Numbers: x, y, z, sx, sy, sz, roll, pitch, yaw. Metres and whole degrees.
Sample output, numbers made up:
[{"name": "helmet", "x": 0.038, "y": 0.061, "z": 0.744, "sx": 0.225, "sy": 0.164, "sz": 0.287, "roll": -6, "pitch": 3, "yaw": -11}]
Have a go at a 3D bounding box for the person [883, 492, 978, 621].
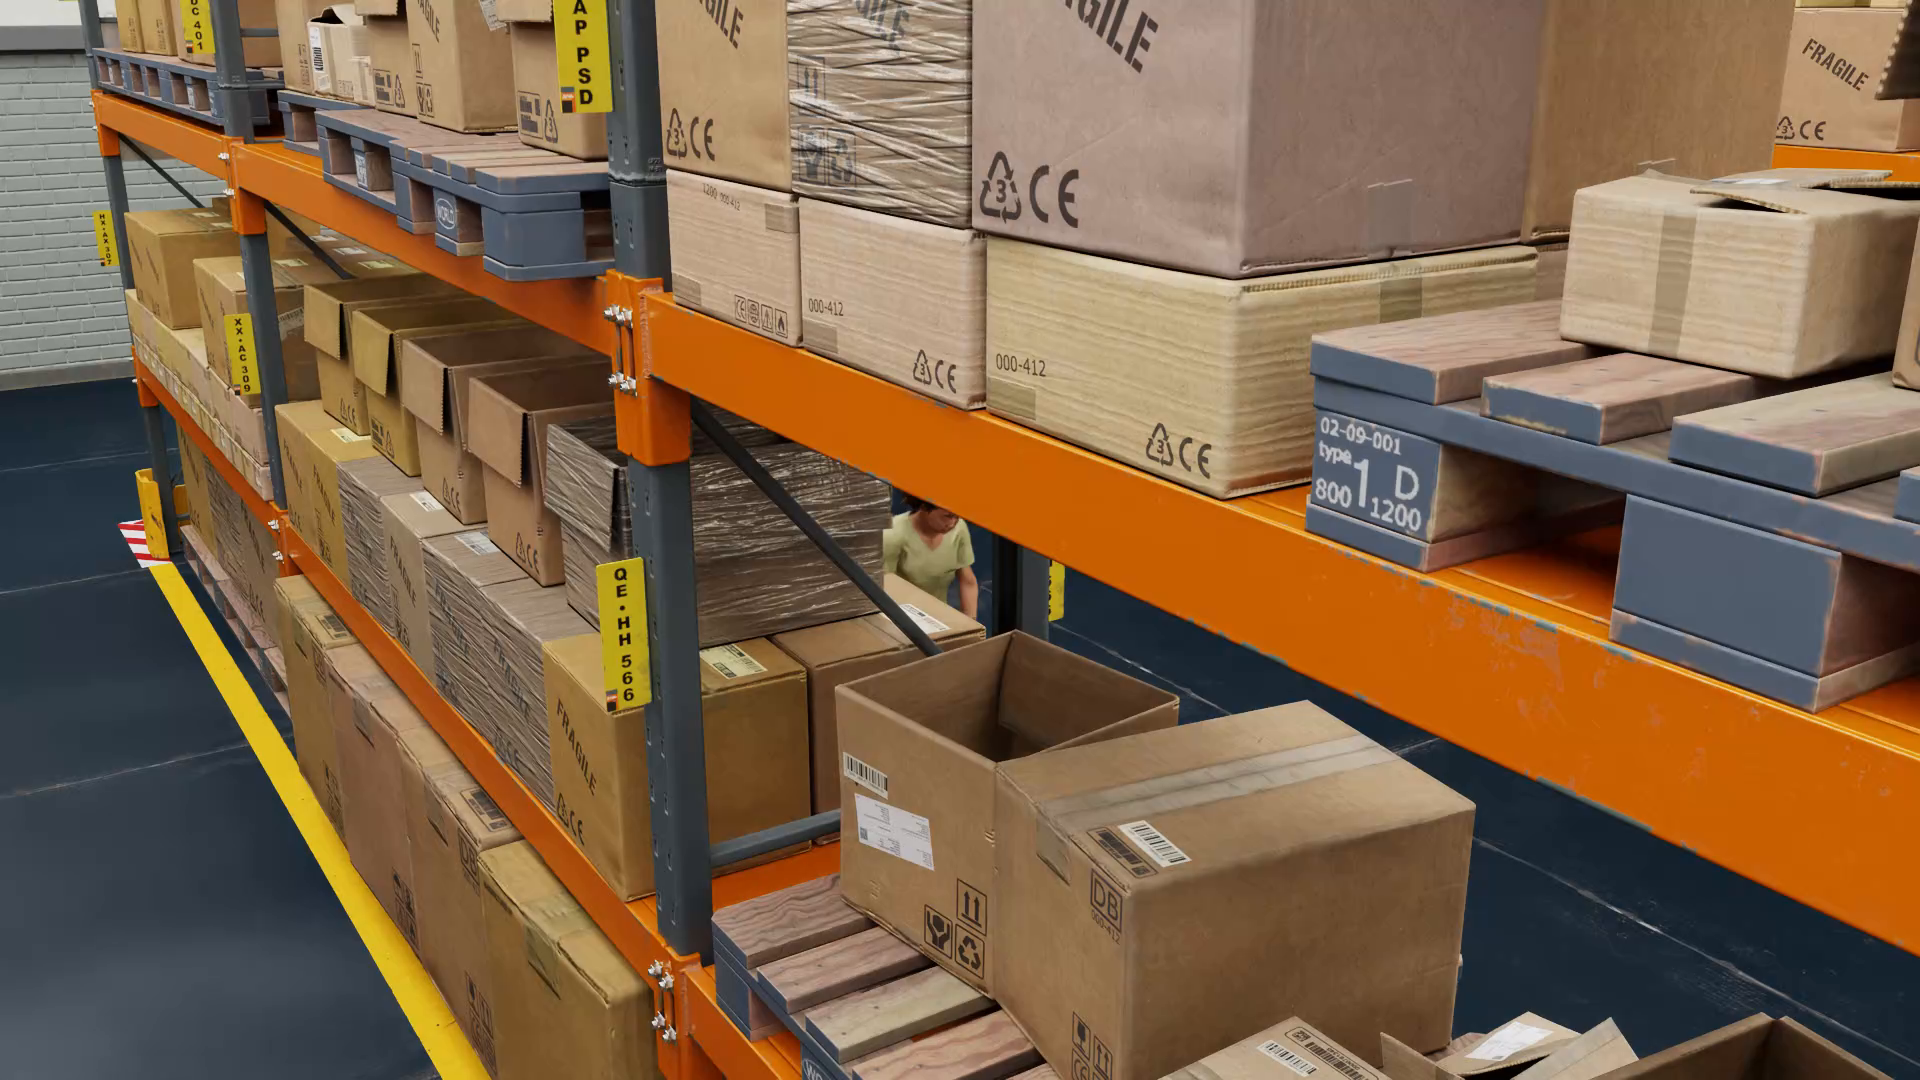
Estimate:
[{"name": "person", "x": -0.137, "y": 0.433, "z": 6.918, "sx": 0.486, "sy": 1.573, "sz": 0.467, "roll": -11, "pitch": 21, "yaw": -30}]
